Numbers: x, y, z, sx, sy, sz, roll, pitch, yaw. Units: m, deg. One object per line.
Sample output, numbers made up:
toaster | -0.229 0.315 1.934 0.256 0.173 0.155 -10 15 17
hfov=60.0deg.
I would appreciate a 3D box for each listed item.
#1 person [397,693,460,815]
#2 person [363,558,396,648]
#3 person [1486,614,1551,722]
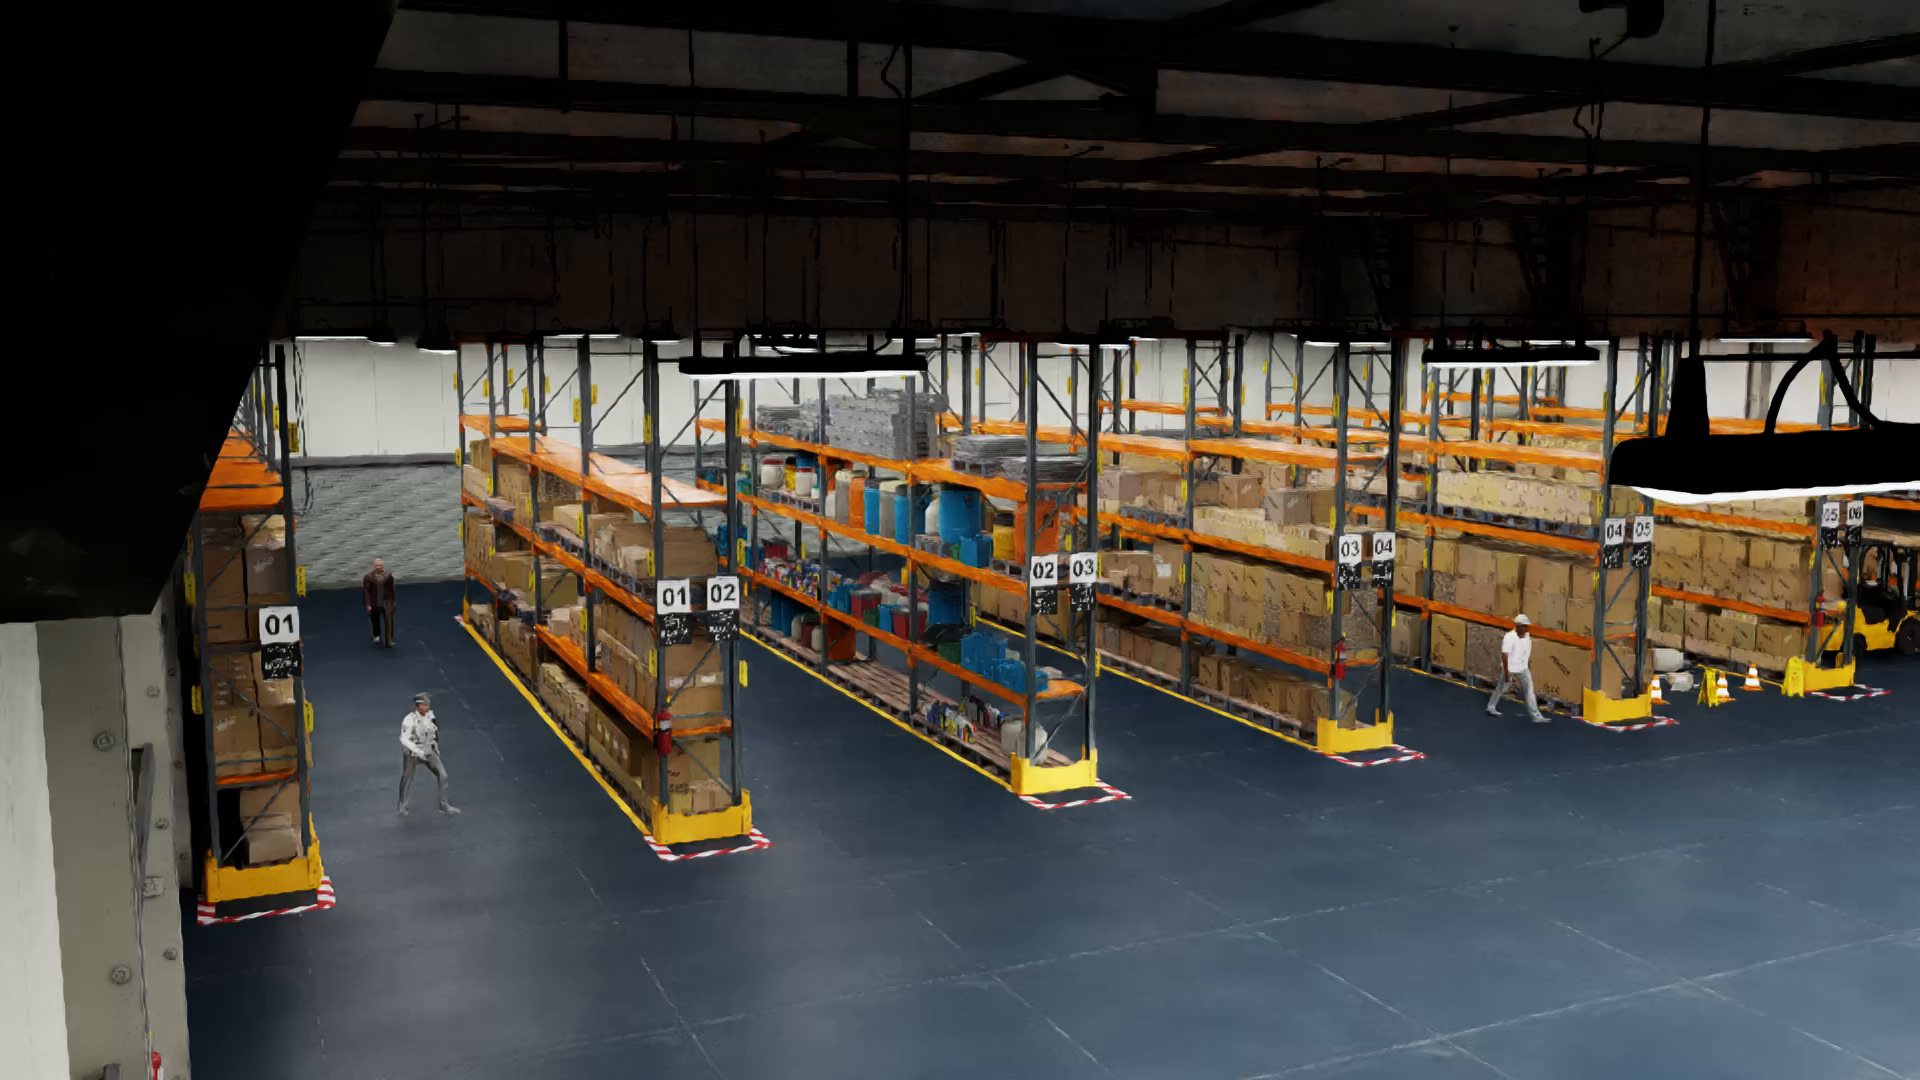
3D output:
person | -6.822 2.699 21.055 0.638 1.615 0.774 -8 11 -44
person | -11.108 1.289 31.832 0.585 1.495 1.193 -3 8 -22
person | 8.713 1.985 25.985 0.583 1.682 1.111 -4 9 -26
